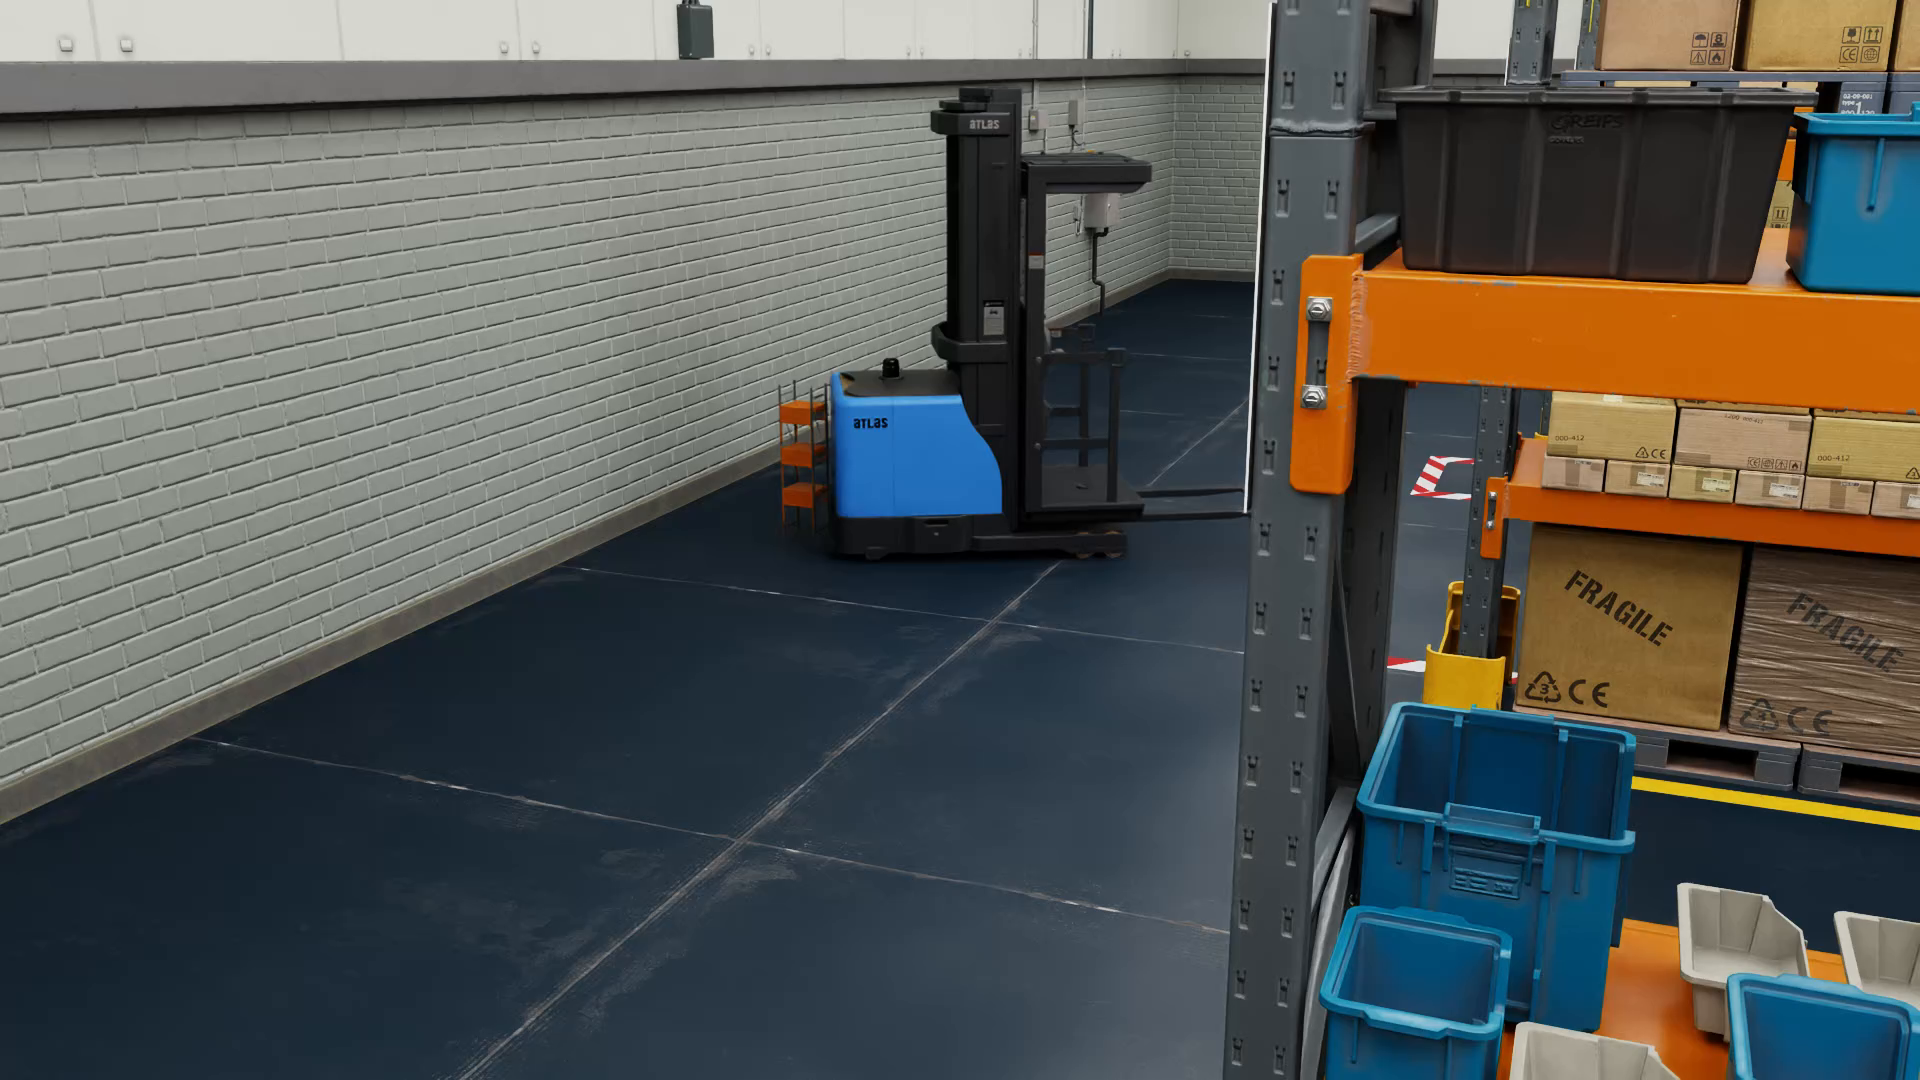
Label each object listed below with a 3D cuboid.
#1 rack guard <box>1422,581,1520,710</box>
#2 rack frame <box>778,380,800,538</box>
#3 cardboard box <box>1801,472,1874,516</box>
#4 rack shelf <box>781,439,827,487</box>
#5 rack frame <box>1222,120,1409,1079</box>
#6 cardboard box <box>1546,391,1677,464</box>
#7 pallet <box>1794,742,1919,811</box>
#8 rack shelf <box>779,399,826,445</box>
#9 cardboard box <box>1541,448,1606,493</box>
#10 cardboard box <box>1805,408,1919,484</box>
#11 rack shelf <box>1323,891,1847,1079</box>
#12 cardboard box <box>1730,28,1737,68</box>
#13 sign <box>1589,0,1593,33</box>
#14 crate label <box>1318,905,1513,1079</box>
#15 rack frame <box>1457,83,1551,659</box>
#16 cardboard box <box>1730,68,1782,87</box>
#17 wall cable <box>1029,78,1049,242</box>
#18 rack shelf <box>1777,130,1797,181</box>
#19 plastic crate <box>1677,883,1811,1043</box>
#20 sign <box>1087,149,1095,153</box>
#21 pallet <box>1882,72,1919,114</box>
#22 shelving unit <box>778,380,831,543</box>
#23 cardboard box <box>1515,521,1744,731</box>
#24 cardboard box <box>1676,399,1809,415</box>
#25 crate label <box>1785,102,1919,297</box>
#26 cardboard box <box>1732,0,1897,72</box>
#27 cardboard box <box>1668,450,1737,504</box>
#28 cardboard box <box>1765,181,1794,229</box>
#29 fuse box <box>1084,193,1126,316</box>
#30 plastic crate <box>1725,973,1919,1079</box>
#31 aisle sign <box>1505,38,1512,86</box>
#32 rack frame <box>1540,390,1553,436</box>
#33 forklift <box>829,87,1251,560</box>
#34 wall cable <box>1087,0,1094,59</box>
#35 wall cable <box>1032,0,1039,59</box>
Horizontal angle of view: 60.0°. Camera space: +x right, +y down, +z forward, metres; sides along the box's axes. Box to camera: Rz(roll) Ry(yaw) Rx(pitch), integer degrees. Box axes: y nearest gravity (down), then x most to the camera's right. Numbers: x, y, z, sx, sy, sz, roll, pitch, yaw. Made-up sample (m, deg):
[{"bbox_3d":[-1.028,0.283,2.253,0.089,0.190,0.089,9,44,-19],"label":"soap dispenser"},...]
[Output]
[{"bbox_3d":[2.505,0.619,8.144,0.348,0.500,1.175,6,17,21],"label":"rack guard"},{"bbox_3d":[-1.145,-0.539,11.147,0.008,1.050,0.200,8,18,25],"label":"rack frame"},{"bbox_3d":[3.693,-0.231,7.041,0.250,0.149,0.380,6,17,20],"label":"cardboard box"},{"bbox_3d":[-1.036,-0.514,11.098,0.240,0.259,0.215,8,18,25],"label":"rack shelf"},{"bbox_3d":[0.710,0.706,3.362,0.127,3.000,1.000,6,17,21],"label":"rack frame"},{"bbox_3d":[2.875,-0.530,7.356,0.500,0.250,0.500,6,17,19],"label":"cardboard box"},{"bbox_3d":[4.431,0.947,7.532,1.213,0.211,1.003,6,17,21],"label":"pallet"},{"bbox_3d":[-1.036,-0.786,11.018,0.240,0.259,0.215,8,18,25],"label":"rack shelf"},{"bbox_3d":[2.736,-0.336,7.402,0.250,0.149,0.380,6,17,21],"label":"cardboard box"},{"bbox_3d":[3.827,-0.427,6.998,0.500,0.250,0.500,6,17,19],"label":"cardboard box"},{"bbox_3d":[2.570,1.256,2.757,4.000,0.370,1.077,6,17,21],"label":"rack shelf"},{"bbox_3d":[5.240,-3.298,11.145,0.500,0.250,0.500,6,17,20],"label":"cardboard box"},{"bbox_3d":[4.242,-3.574,11.157,0.005,0.325,0.100,6,17,21],"label":"sign"},{"bbox_3d":[0.819,0.868,2.996,0.303,0.233,0.416,6,17,21],"label":"crate label"},{"bbox_3d":[2.527,-0.579,7.787,0.127,3.000,1.000,6,17,21],"label":"rack frame"},{"bbox_3d":[5.253,-3.056,11.209,0.500,0.250,0.500,7,18,22],"label":"cardboard box"},{"bbox_3d":[0.909,-4.223,18.460,0.123,1.953,0.585,6,17,21],"label":"wall cable"},{"bbox_3d":[4.388,-1.469,6.764,4.000,0.370,1.077,6,17,21],"label":"rack shelf"},{"bbox_3d":[1.535,0.840,3.265,0.243,0.136,0.396,6,17,21],"label":"plastic crate"},{"bbox_3d":[1.603,-4.653,20.340,0.001,0.242,0.339,6,17,21],"label":"sign"},{"bbox_3d":[4.360,-1.779,6.700,1.213,0.211,1.003,6,17,21],"label":"pallet"},{"bbox_3d":[-1.036,-0.524,11.095,0.252,1.050,0.215,8,18,25],"label":"shelving unit"},{"bbox_3d":[3.152,0.285,7.870,0.875,0.875,0.875,6,17,21],"label":"cardboard box"},{"bbox_3d":[3.340,-0.839,7.075,0.500,0.500,0.500,6,17,19],"label":"cardboard box"},{"bbox_3d":[1.450,-0.485,2.350,0.502,0.251,0.408,6,17,21],"label":"crate label"},{"bbox_3d":[3.510,-2.189,6.841,0.500,0.500,0.700,6,17,19],"label":"cardboard box"},{"bbox_3d":[3.214,-0.284,7.223,0.250,0.149,0.380,6,17,19],"label":"cardboard box"},{"bbox_3d":[5.709,-2.302,11.217,0.500,0.500,0.500,6,17,19],"label":"cardboard box"},{"bbox_3d":[1.816,-3.631,20.611,0.414,1.711,0.539,6,17,21],"label":"fuse box"},{"bbox_3d":[1.431,0.936,2.764,0.300,0.233,0.416,6,17,21],"label":"plastic crate"},{"bbox_3d":[2.350,-1.757,7.181,0.004,0.787,0.394,6,17,21],"label":"aisle sign"},{"bbox_3d":[4.441,-1.855,12.182,0.127,3.000,1.000,6,17,21],"label":"rack frame"},{"bbox_3d":[0.659,-1.437,10.865,3.031,2.935,1.130,-2,16,-6],"label":"forklift"},{"bbox_3d":[2.104,-7.470,20.697,0.133,3.039,2.988,6,17,21],"label":"wall cable"},{"bbox_3d":[0.769,-6.539,17.556,0.029,3.000,0.463,6,17,21],"label":"wall cable"}]
